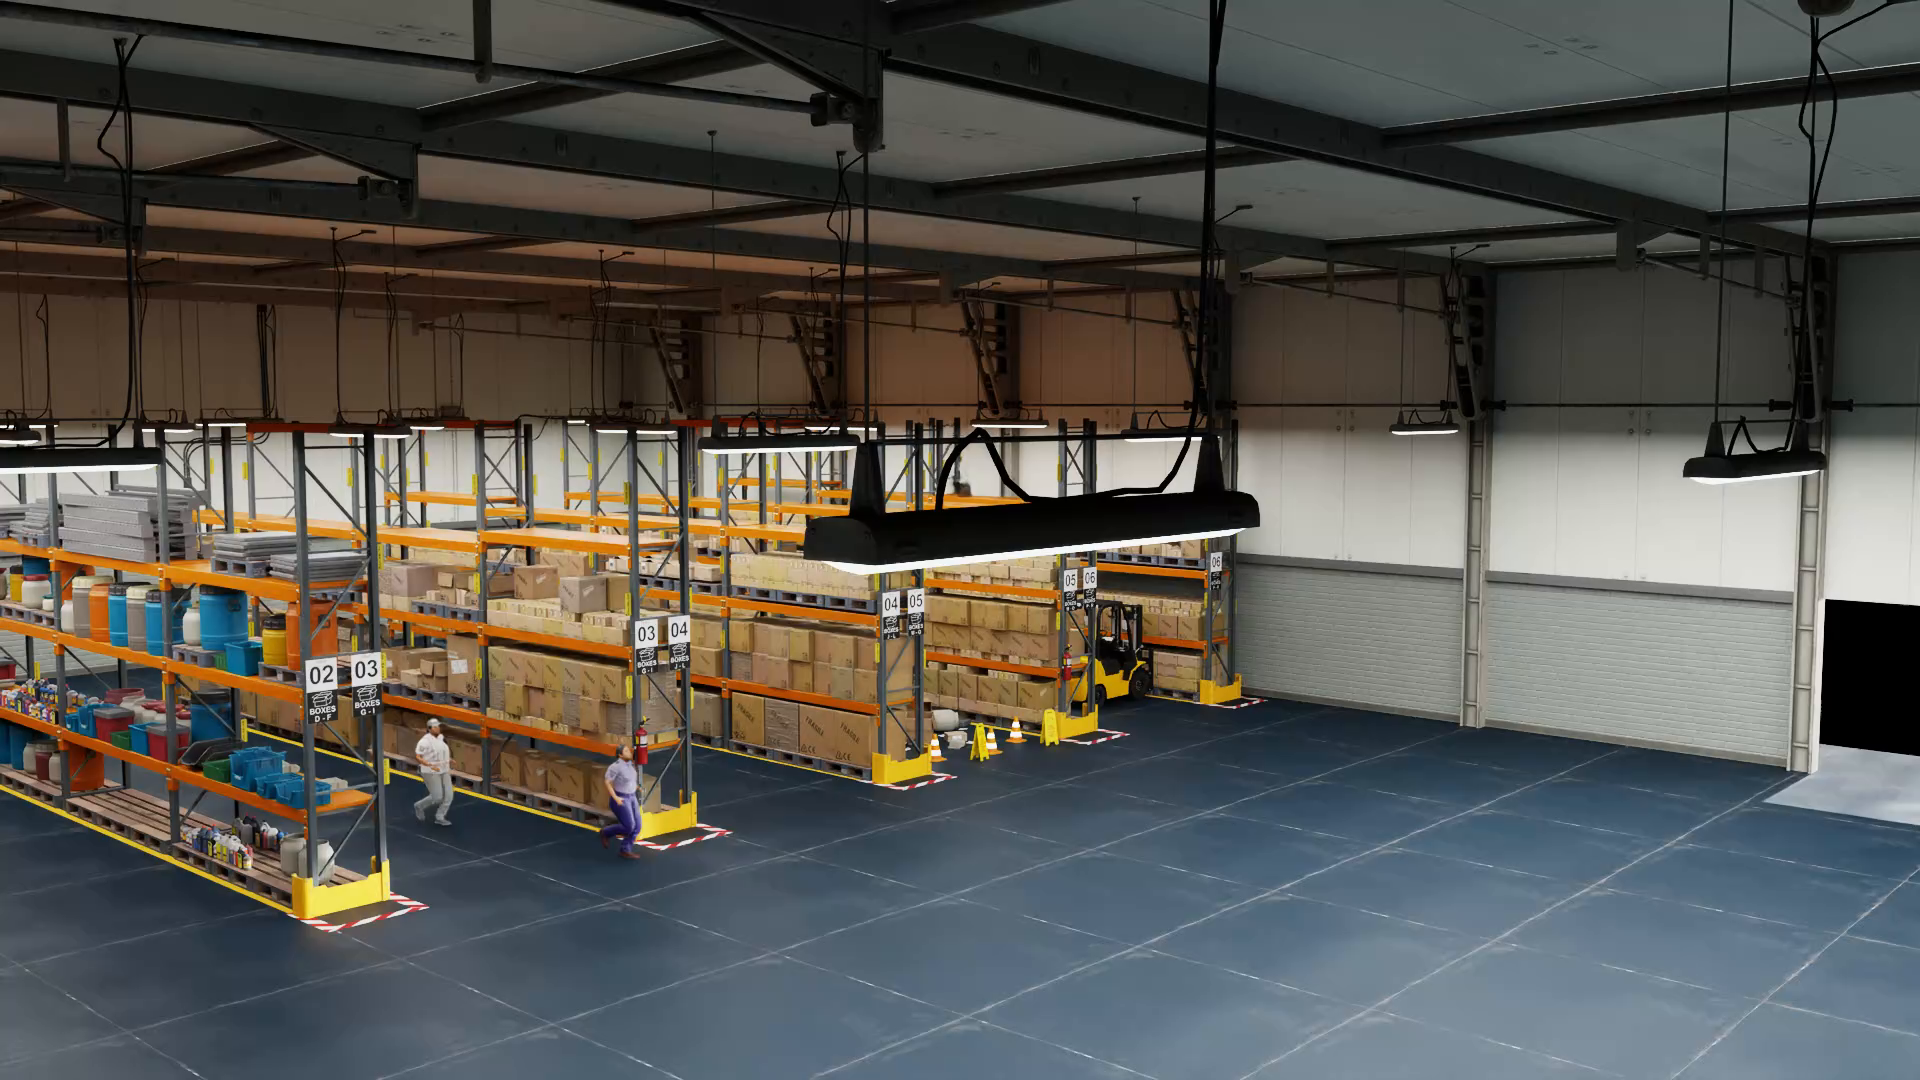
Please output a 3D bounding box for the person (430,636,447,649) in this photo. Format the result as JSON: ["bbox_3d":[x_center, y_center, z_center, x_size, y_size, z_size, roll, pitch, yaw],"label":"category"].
[{"bbox_3d":[-12.764,2.155,40.601,0.647,1.716,0.725,-5,6,-44],"label":"person"}]

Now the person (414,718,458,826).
[{"bbox_3d":[-7.899,3.487,25.000,0.578,1.601,0.605,2,5,25],"label":"person"}]

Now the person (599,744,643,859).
[{"bbox_3d":[-4.726,3.646,23.218,0.547,1.606,0.645,2,5,18],"label":"person"}]
